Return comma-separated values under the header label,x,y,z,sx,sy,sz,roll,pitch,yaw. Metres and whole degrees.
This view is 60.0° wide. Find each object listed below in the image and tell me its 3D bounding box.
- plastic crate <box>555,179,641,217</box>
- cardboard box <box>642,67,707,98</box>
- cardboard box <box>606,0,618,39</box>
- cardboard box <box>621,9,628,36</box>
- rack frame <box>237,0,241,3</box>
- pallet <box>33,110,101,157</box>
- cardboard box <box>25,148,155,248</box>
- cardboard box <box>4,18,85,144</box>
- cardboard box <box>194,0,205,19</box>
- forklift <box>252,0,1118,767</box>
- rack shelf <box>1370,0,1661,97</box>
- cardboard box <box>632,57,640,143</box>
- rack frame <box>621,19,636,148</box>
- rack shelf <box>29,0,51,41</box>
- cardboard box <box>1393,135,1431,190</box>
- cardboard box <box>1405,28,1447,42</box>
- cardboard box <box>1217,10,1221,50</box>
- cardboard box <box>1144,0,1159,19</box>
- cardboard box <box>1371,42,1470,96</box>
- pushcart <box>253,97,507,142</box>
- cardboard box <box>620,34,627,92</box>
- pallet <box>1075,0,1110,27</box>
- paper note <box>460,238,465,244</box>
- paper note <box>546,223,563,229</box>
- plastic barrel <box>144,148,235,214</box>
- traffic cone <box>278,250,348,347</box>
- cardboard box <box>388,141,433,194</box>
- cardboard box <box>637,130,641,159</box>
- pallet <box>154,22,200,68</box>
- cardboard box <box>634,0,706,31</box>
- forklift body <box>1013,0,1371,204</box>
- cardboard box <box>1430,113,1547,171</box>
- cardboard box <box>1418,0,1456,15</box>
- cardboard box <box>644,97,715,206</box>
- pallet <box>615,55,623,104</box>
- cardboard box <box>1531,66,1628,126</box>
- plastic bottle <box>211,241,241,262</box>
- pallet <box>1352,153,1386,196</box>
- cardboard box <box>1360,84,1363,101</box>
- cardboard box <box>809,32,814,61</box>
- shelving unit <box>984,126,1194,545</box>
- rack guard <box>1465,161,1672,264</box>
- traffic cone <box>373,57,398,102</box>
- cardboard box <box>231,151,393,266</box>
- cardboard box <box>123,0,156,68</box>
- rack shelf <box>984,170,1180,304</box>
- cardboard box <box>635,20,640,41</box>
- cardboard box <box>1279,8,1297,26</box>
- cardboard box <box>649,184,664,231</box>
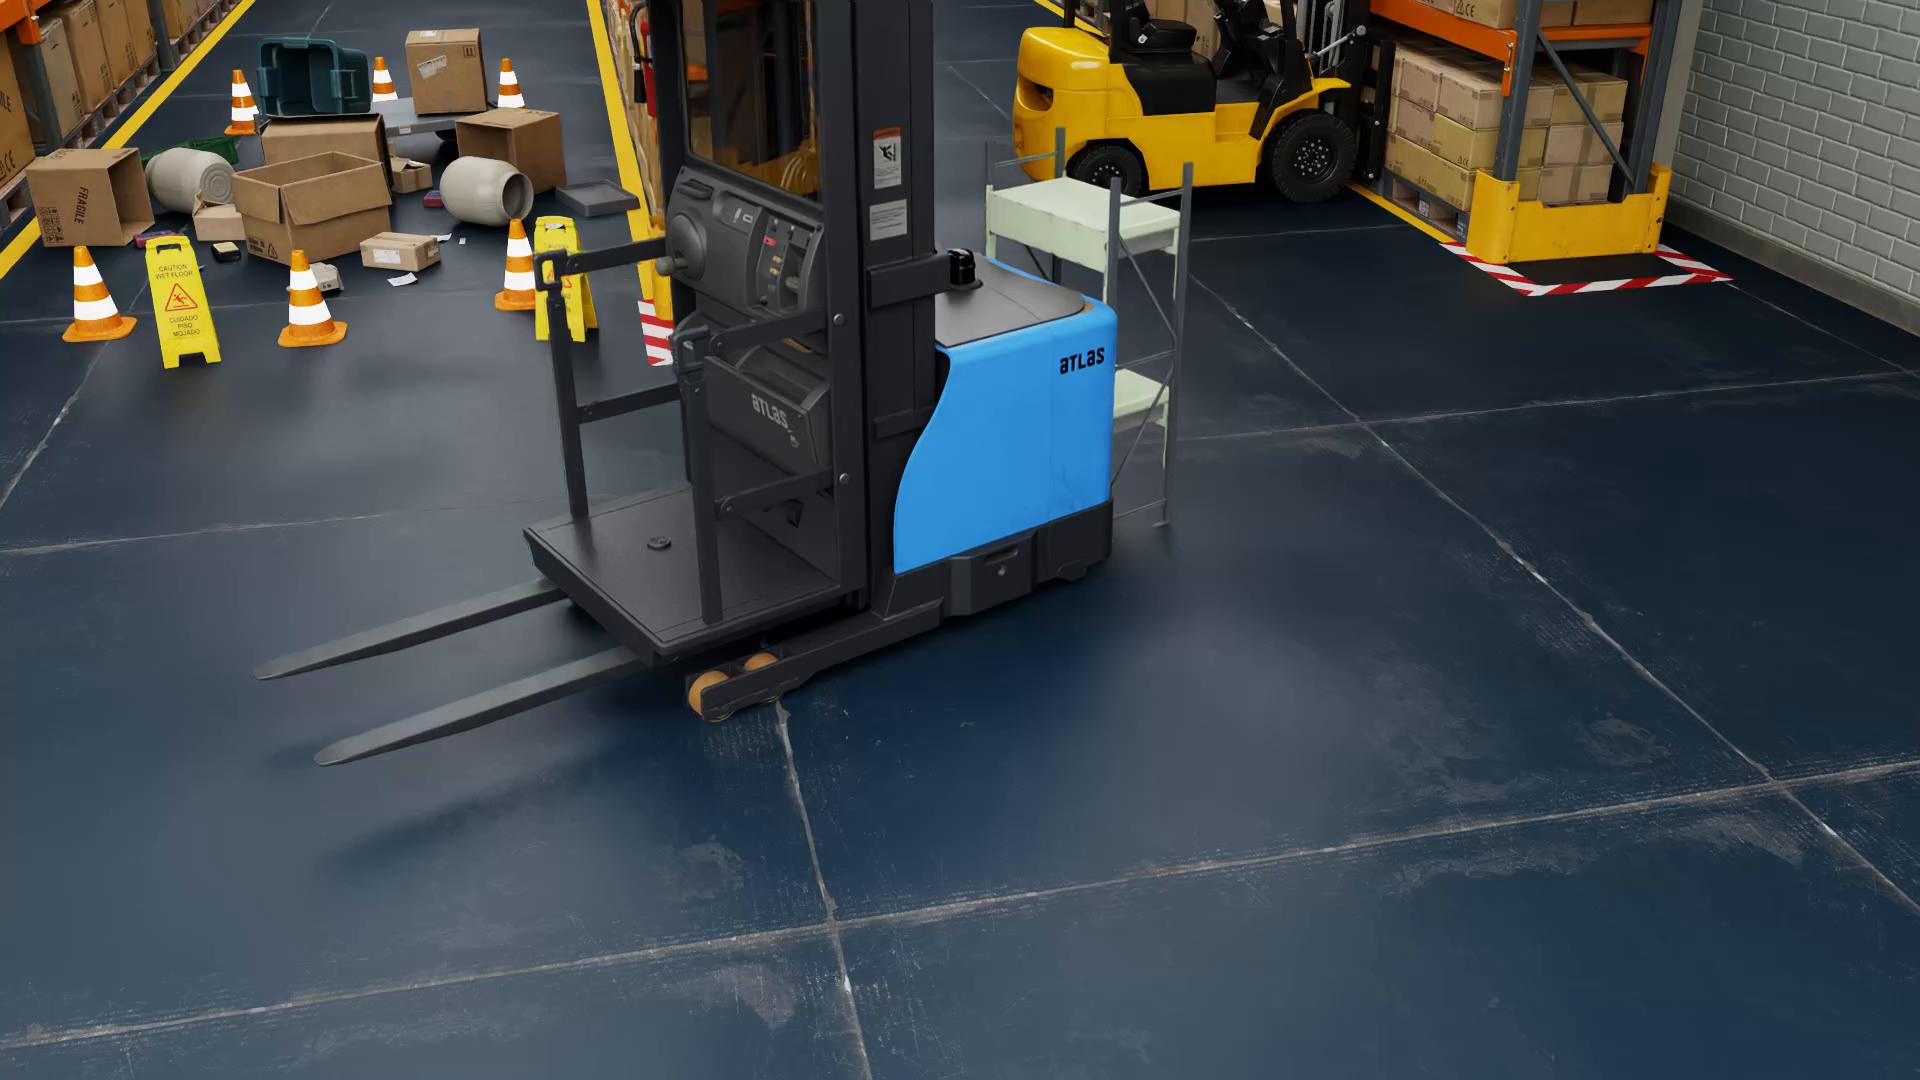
label,x,y,z,sx,sy,sz,roll,pitch,yaw
plastic crate,-2.459,-2.322,11.262,0.402,0.080,0.583,-16,31,-29
cardboard box,-1.695,-2.706,9.815,0.380,0.149,0.250,-5,27,-10
cardboard box,-2.798,-4.919,15.618,0.950,0.372,0.625,-8,28,-15
cardboard box,-2.174,-3.635,11.656,0.380,0.149,0.250,-6,27,-11
rack frame,-8.617,-7.363,18.009,1.000,3.000,0.127,-6,27,-12
pallet,-7.061,-2.937,12.335,1.003,0.211,1.213,-6,27,-12
cardboard box,-5.464,-2.159,10.470,0.500,0.500,0.500,-1,27,-3
cardboard box,-7.041,-3.298,11.985,1.050,0.750,0.750,-6,27,-12
cardboard box,-7.863,-5.460,16.547,0.500,0.500,0.500,-7,28,-13
forklift,-0.892,-0.971,5.421,3.031,2.935,1.130,-19,32,-32
rack shelf,3.272,-3.705,11.559,1.077,0.370,4.000,-6,27,-12
cardboard box,-1.897,-2.945,11.009,0.500,0.500,0.500,-5,27,-9
rack frame,-2.014,-4.398,12.135,1.000,3.000,0.127,-6,27,-12
rack shelf,-7.264,-4.408,12.952,1.077,0.370,4.000,-6,27,-12
cardboard box,3.206,-2.501,10.962,0.500,0.250,0.500,-6,27,-12
cardboard box,3.472,-3.450,11.731,0.500,0.250,0.500,-6,27,-13
cardboard box,2.693,-4.259,14.028,0.875,0.625,0.625,-5,27,-9
cardboard box,2.202,-5.226,15.944,0.875,0.625,0.625,-5,27,-10
cardboard box,3.071,-3.169,11.175,0.500,0.250,0.500,-6,27,-11
pushcart,-4.224,-2.974,12.223,1.648,0.377,0.936,-16,31,-29
cardboard box,-2.300,-3.958,13.712,0.950,0.372,0.625,-4,27,-8
pallet,1.788,-5.746,17.901,1.003,0.211,1.213,-6,27,-12
paper note,-3.132,-1.883,10.470,0.032,0.001,0.123,-6,27,-12
paper note,-2.648,-2.040,10.758,0.142,0.019,0.148,-16,31,-29
plastic barrel,-5.064,-2.359,10.953,0.512,0.421,0.421,13,30,24
traffic cone,-3.471,-1.305,8.823,0.336,0.463,0.334,-6,27,-12
cardboard box,-3.921,-2.602,11.610,0.396,0.266,0.258,19,32,32
cardboard box,-1.891,-2.606,11.169,0.500,0.250,0.500,-6,27,-12
pallet,-7.890,-4.705,15.838,1.003,0.211,1.213,-6,27,-12
cardboard box,-1.503,-3.030,8.983,0.500,0.500,0.500,-6,27,-13
forklift body,1.518,-3.416,11.131,2.313,2.155,1.214,-6,27,-12
cardboard box,3.308,-2.513,10.430,0.500,0.250,0.500,-6,27,-12
cardboard box,3.248,-3.610,10.463,0.500,0.500,0.500,-5,27,-10
cardboard box,-1.547,-2.262,9.656,0.500,0.500,0.500,-6,27,-11
pallet,-2.469,-4.031,14.503,1.003,0.211,1.213,-6,27,-12
cardboard box,3.799,-2.784,10.413,0.500,0.250,0.500,-6,27,-12
plastic bottle,-4.512,-1.777,10.204,0.133,0.061,0.283,-16,31,-29
pallet,3.238,-2.769,12.001,1.003,0.211,1.213,-6,27,-12
cardboard box,2.960,-3.179,11.749,0.500,0.250,0.500,-6,27,-12
cardboard box,-0.987,-2.700,9.049,0.380,0.149,0.250,-6,27,-11
shelving unit,0.486,-0.822,6.713,0.431,1.500,0.755,-19,32,-33
rack guard,3.728,-2.021,10.200,1.175,0.500,0.348,-6,27,-12
traffic cone,-4.697,-3.693,13.554,0.336,0.463,0.334,-6,27,-12
cardboard box,-3.975,-2.042,10.236,0.637,0.503,0.797,19,32,32
cardboard box,-7.666,-4.514,14.394,1.050,0.750,0.750,-6,27,-12
rack shelf,0.486,-1.170,6.538,0.431,0.370,0.720,-19,32,-33
cardboard box,-1.695,-2.997,9.637,0.380,0.149,0.250,-5,27,-11
cardboard box,2.730,-3.840,12.505,0.500,0.250,0.500,-6,27,-12
cardboard box,-1.562,-1.940,9.850,0.500,0.250,0.500,-6,27,-12
